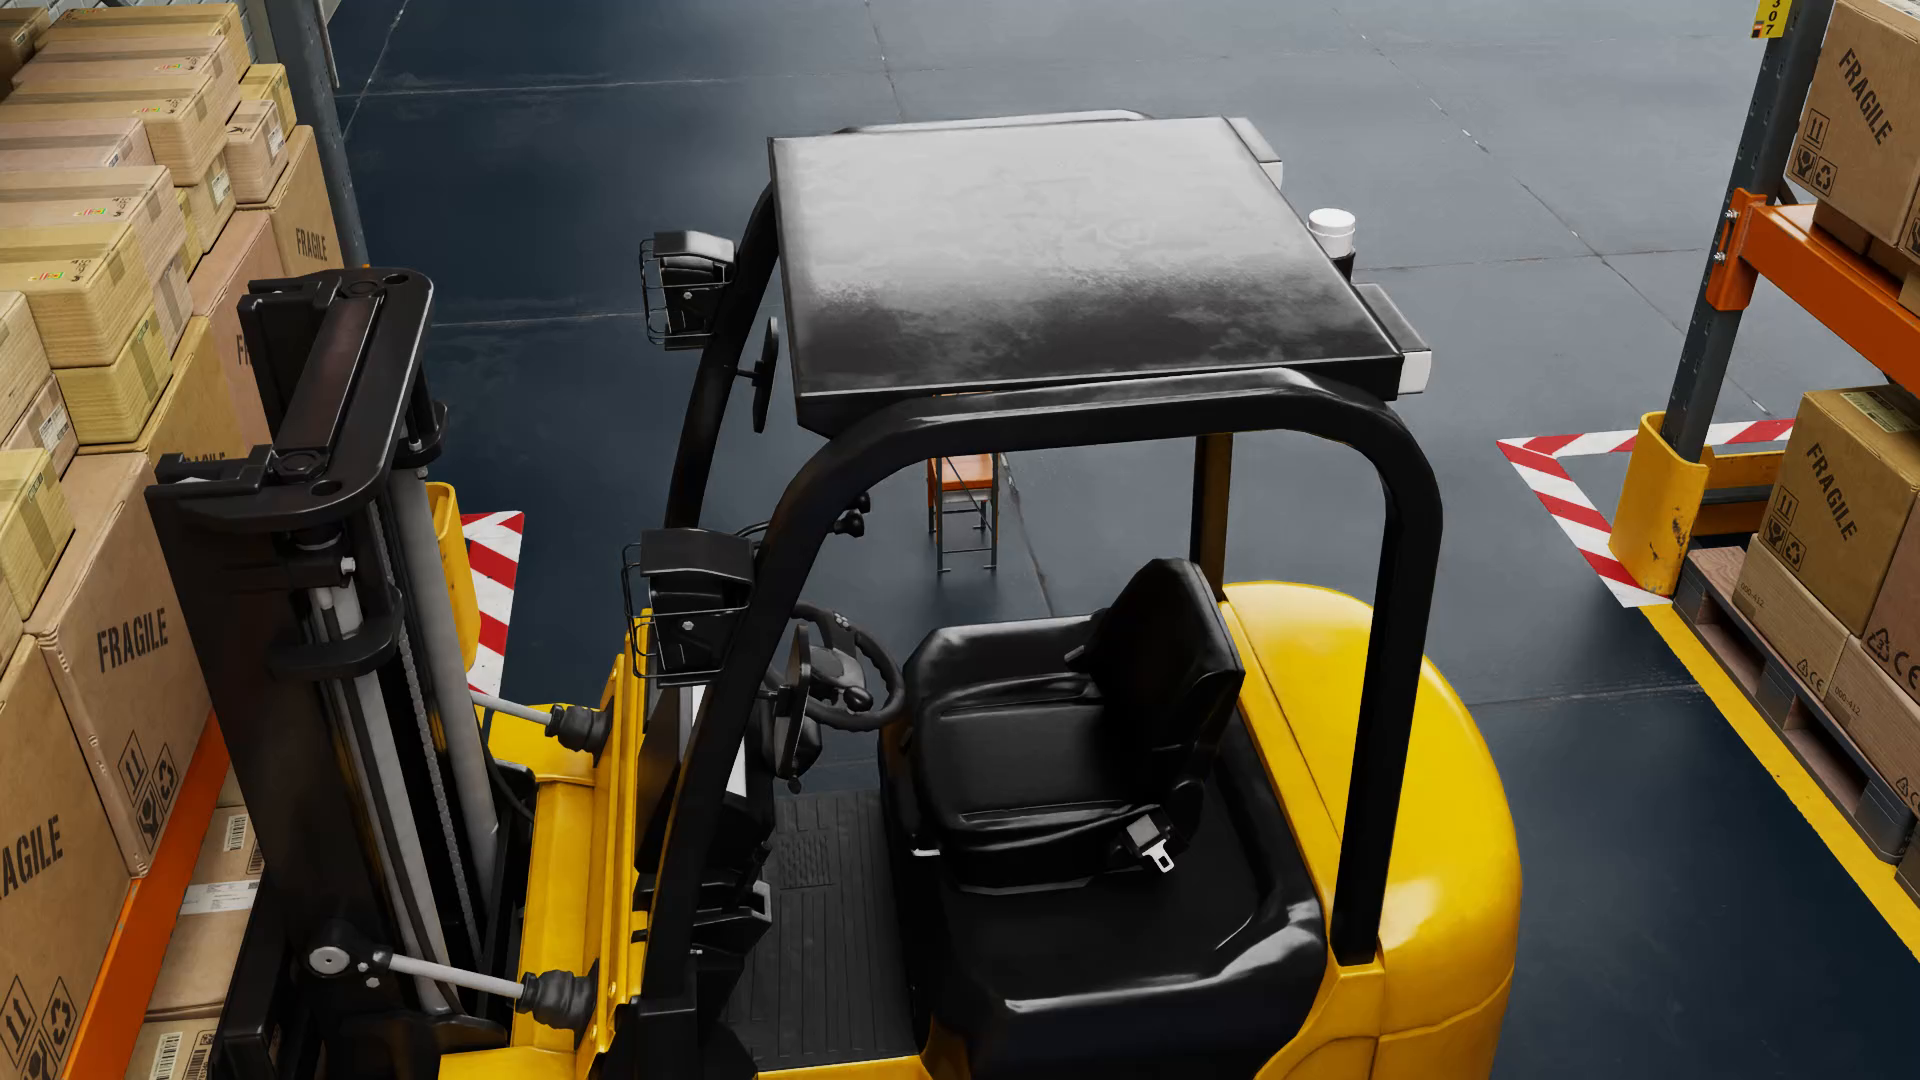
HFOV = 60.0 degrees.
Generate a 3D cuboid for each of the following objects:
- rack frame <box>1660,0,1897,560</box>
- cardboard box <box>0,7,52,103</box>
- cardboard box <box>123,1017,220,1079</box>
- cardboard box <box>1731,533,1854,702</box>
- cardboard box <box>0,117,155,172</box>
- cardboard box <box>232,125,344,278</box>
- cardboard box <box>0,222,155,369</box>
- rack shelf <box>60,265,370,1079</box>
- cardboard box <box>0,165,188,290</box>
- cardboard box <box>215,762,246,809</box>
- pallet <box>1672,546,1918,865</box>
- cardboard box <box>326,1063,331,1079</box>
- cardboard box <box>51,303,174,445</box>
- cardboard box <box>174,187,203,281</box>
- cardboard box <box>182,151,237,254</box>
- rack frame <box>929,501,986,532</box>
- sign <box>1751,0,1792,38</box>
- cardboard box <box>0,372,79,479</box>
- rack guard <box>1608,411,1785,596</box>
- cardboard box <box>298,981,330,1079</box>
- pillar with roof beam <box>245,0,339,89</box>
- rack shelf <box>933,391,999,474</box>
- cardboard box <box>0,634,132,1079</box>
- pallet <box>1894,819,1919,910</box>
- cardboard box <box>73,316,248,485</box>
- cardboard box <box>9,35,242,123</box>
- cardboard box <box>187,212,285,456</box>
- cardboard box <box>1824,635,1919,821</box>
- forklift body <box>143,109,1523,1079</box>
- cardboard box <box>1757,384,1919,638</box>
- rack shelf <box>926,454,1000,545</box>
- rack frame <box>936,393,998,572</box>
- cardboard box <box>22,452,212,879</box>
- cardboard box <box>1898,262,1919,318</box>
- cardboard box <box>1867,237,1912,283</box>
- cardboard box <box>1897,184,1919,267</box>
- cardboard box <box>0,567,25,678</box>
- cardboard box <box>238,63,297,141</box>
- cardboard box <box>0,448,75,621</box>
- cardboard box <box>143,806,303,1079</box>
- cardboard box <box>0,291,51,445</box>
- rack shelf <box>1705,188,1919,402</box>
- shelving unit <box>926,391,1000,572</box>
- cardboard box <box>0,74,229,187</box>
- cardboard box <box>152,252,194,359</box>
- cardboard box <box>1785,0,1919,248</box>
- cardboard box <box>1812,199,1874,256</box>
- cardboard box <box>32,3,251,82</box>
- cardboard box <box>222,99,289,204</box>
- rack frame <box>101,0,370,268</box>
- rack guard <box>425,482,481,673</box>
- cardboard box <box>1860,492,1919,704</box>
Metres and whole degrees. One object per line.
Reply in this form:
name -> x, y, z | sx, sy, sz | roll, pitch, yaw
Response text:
rack frame -> 2.812, -1.234, 4.897 | 1.000, 3.000, 0.127 | -4, 35, -6
cardboard box -> -2.273, -1.085, 3.749 | 0.380, 0.149, 0.250 | -5, 35, -7
cardboard box -> -1.459, 1.069, 2.698 | 0.500, 0.250, 0.500 | -3, 34, -5
cardboard box -> 2.646, 0.200, 4.862 | 0.500, 0.250, 0.500 | -5, 35, -7
cardboard box -> -1.763, -0.681, 3.156 | 0.380, 0.149, 0.250 | -4, 34, -6
cardboard box -> -1.780, -0.643, 3.940 | 0.500, 0.500, 0.500 | -5, 35, -7
cardboard box -> -1.578, -0.400, 2.744 | 0.380, 0.149, 0.250 | -4, 34, -5
rack shelf -> -1.837, 0.557, 2.907 | 1.077, 0.370, 4.000 | -4, 35, -6
cardboard box -> -1.618, -0.544, 2.955 | 0.380, 0.149, 0.250 | -4, 34, -5
cardboard box -> -1.583, 0.492, 3.545 | 0.500, 0.250, 0.500 | -4, 34, -6
pallet -> 2.896, 0.417, 4.951 | 1.003, 0.211, 1.213 | -4, 35, -6
cardboard box -> -1.522, 1.191, 3.407 | 0.500, 0.250, 0.500 | -3, 34, -5
cardboard box -> -1.585, -0.279, 2.831 | 0.380, 0.149, 0.250 | -4, 34, -6
cardboard box -> -1.722, -0.564, 3.249 | 0.380, 0.149, 0.250 | -5, 35, -7
cardboard box -> -1.744, -0.703, 3.454 | 0.380, 0.149, 0.250 | -4, 34, -5
rack frame -> -0.009, -0.472, 5.510 | 0.200, 1.050, 0.008 | -4, 35, -6
sign -> 2.274, -1.551, 4.593 | 0.100, 0.325, 0.005 | -4, 35, -6
cardboard box -> -1.641, -0.133, 2.617 | 0.380, 0.149, 0.250 | -5, 35, -7
rack guard -> 2.822, -0.159, 5.539 | 1.175, 0.500, 0.348 | -4, 35, -6
cardboard box -> -1.520, 0.995, 3.251 | 0.500, 0.250, 0.500 | -4, 35, -7
pillar with roof beam -> 0.553, -6.552, 7.374 | 9.100, 9.000, 0.400 | -4, 35, -6
rack shelf -> 0.007, -0.395, 5.416 | 0.215, 0.259, 0.240 | -4, 35, -6
cardboard box -> -1.525, 0.496, 2.270 | 0.500, 0.500, 0.500 | -5, 35, -7
pallet -> 3.057, 1.096, 3.954 | 1.003, 0.211, 1.213 | -4, 35, -6
cardboard box -> -1.650, -0.066, 3.095 | 0.500, 0.500, 0.500 | -5, 35, -7
cardboard box -> -1.785, -0.969, 3.579 | 0.380, 0.149, 0.250 | -4, 35, -6
cardboard box -> -1.719, -0.352, 3.515 | 0.500, 0.500, 0.500 | -3, 34, -5
cardboard box -> 2.708, 0.485, 4.443 | 0.500, 0.250, 0.500 | -3, 34, -5
forklift body -> -0.043, 0.415, 3.231 | 2.313, 2.155, 1.214 | -4, 35, -6
cardboard box -> 2.650, -0.097, 4.631 | 0.500, 0.500, 0.500 | -5, 35, -8
rack shelf -> 0.007, -0.166, 5.573 | 0.215, 0.259, 0.240 | -4, 35, -6
rack frame -> 0.024, -0.336, 5.311 | 0.200, 1.050, 0.008 | -4, 35, -6
cardboard box -> -1.571, 0.213, 2.685 | 0.500, 0.500, 0.500 | -4, 34, -6
cardboard box -> 2.656, -0.631, 4.235 | 0.380, 0.149, 0.250 | -5, 35, -8
cardboard box -> 2.701, -0.785, 4.461 | 0.380, 0.149, 0.250 | -4, 34, -6
cardboard box -> 2.674, -0.824, 3.943 | 0.500, 0.500, 0.500 | -3, 34, -5
cardboard box -> -1.494, 0.153, 2.198 | 0.380, 0.149, 0.250 | -5, 35, -8
cardboard box -> -1.782, -0.993, 3.879 | 0.380, 0.149, 0.250 | -4, 34, -6
cardboard box -> -1.539, 0.005, 2.415 | 0.380, 0.149, 0.250 | -5, 35, -7
cardboard box -> -1.522, 0.776, 3.129 | 0.500, 0.250, 0.500 | -5, 35, -7
cardboard box -> -1.637, -0.249, 2.523 | 0.380, 0.149, 0.250 | -4, 34, -6
rack shelf -> 3.081, 0.179, 3.462 | 1.077, 0.370, 4.000 | -4, 35, -6
shelving unit -> 0.007, -0.404, 5.411 | 0.215, 1.050, 0.252 | -4, 35, -6
cardboard box -> -1.723, -0.825, 3.368 | 0.380, 0.149, 0.250 | -4, 34, -5
cardboard box -> -1.639, -0.419, 3.036 | 0.380, 0.149, 0.250 | -5, 35, -8
cardboard box -> 2.601, -1.113, 4.366 | 0.500, 0.500, 0.500 | -5, 35, -7
cardboard box -> 2.653, -0.925, 4.667 | 0.380, 0.149, 0.250 | -4, 35, -6
cardboard box -> -1.849, -1.104, 3.778 | 0.380, 0.149, 0.250 | -4, 35, -6
cardboard box -> -1.718, -0.853, 3.673 | 0.380, 0.149, 0.250 | -4, 34, -6
rack frame -> -2.106, -0.856, 4.342 | 1.000, 3.000, 0.127 | -4, 35, -6
rack guard -> -2.109, 0.164, 5.066 | 1.175, 0.500, 0.348 | -4, 35, -6
cardboard box -> 2.725, 0.195, 4.204 | 0.500, 0.500, 0.500 | -6, 35, -8
